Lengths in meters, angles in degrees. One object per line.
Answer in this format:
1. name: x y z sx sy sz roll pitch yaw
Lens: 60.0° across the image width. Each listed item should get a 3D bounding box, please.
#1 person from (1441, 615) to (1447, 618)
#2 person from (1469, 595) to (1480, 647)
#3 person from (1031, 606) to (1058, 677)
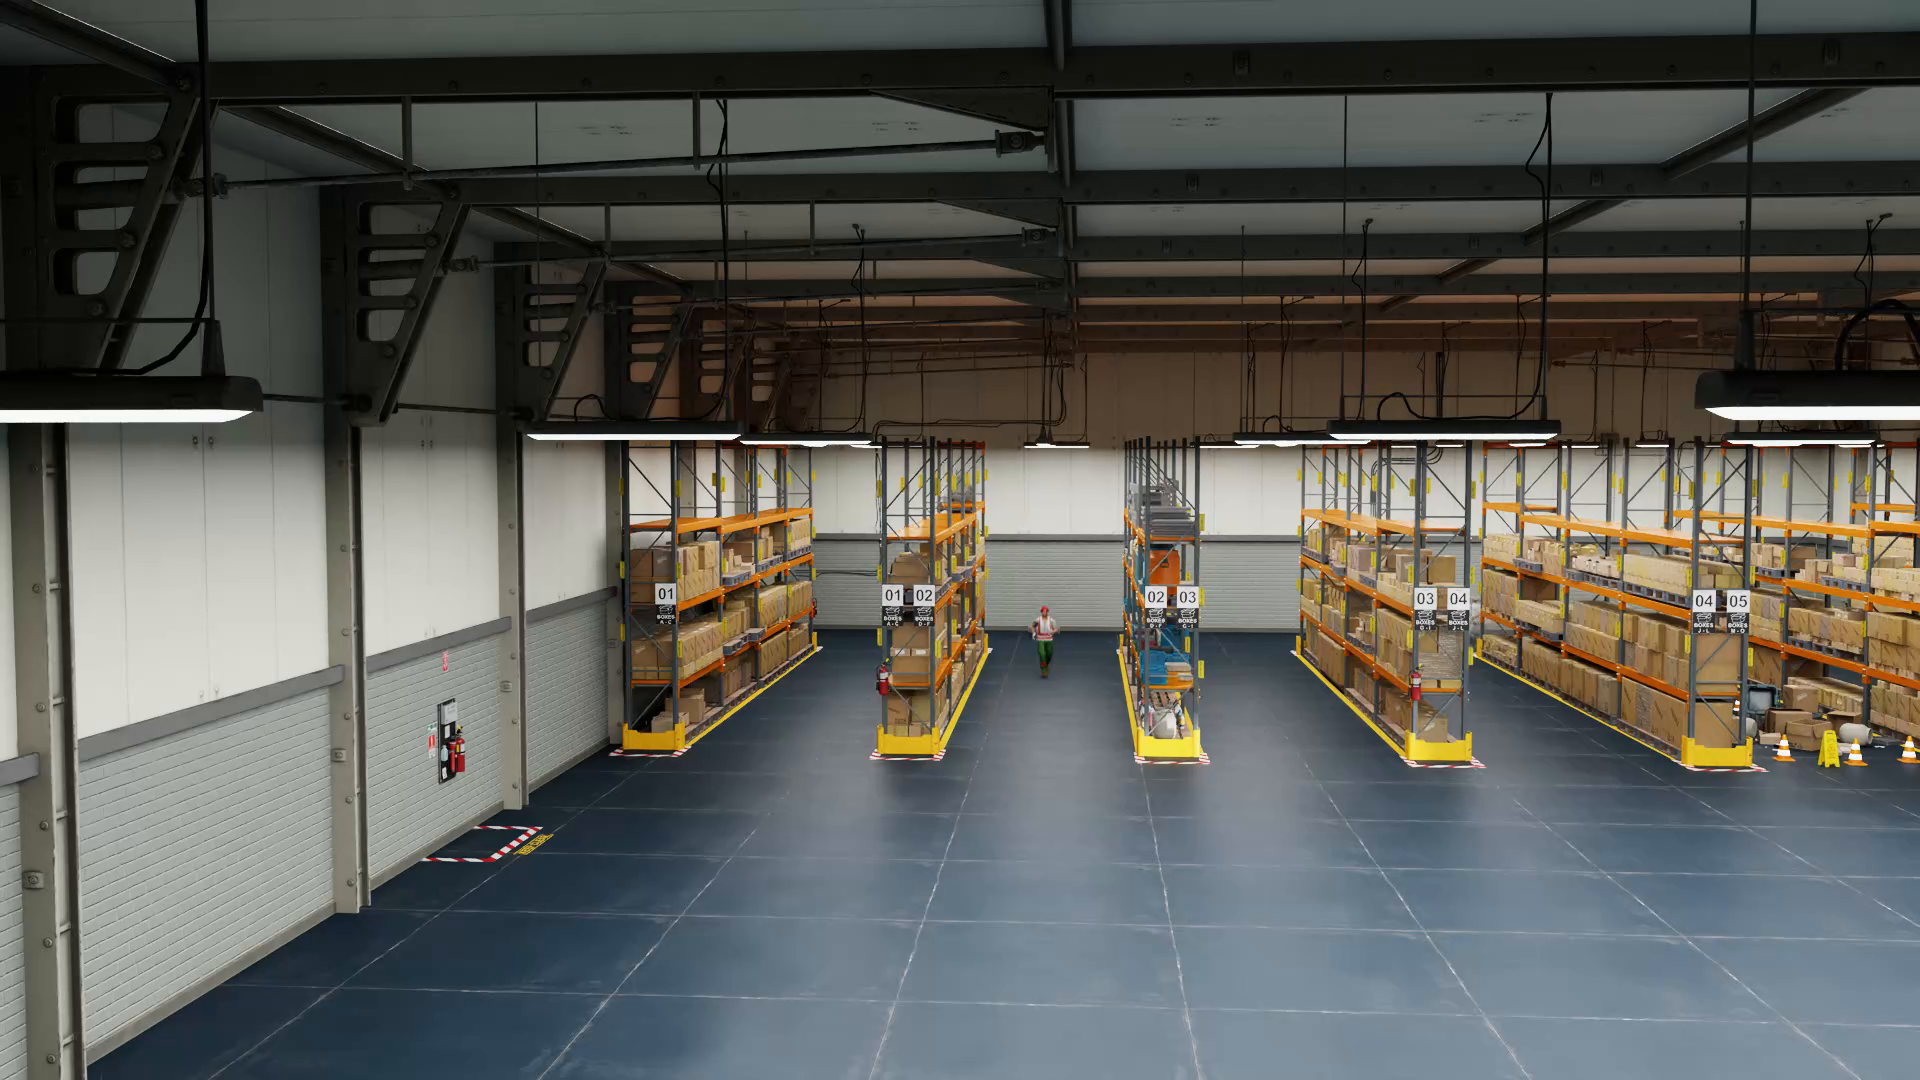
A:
1. person: 13.100 2.532 44.859 0.561 1.601 0.588 1 3 11
2. person: 14.593 2.376 47.611 0.749 1.607 0.905 0 3 -1
3. person: 2.155 2.570 42.329 0.668 1.767 0.935 0 3 -4
